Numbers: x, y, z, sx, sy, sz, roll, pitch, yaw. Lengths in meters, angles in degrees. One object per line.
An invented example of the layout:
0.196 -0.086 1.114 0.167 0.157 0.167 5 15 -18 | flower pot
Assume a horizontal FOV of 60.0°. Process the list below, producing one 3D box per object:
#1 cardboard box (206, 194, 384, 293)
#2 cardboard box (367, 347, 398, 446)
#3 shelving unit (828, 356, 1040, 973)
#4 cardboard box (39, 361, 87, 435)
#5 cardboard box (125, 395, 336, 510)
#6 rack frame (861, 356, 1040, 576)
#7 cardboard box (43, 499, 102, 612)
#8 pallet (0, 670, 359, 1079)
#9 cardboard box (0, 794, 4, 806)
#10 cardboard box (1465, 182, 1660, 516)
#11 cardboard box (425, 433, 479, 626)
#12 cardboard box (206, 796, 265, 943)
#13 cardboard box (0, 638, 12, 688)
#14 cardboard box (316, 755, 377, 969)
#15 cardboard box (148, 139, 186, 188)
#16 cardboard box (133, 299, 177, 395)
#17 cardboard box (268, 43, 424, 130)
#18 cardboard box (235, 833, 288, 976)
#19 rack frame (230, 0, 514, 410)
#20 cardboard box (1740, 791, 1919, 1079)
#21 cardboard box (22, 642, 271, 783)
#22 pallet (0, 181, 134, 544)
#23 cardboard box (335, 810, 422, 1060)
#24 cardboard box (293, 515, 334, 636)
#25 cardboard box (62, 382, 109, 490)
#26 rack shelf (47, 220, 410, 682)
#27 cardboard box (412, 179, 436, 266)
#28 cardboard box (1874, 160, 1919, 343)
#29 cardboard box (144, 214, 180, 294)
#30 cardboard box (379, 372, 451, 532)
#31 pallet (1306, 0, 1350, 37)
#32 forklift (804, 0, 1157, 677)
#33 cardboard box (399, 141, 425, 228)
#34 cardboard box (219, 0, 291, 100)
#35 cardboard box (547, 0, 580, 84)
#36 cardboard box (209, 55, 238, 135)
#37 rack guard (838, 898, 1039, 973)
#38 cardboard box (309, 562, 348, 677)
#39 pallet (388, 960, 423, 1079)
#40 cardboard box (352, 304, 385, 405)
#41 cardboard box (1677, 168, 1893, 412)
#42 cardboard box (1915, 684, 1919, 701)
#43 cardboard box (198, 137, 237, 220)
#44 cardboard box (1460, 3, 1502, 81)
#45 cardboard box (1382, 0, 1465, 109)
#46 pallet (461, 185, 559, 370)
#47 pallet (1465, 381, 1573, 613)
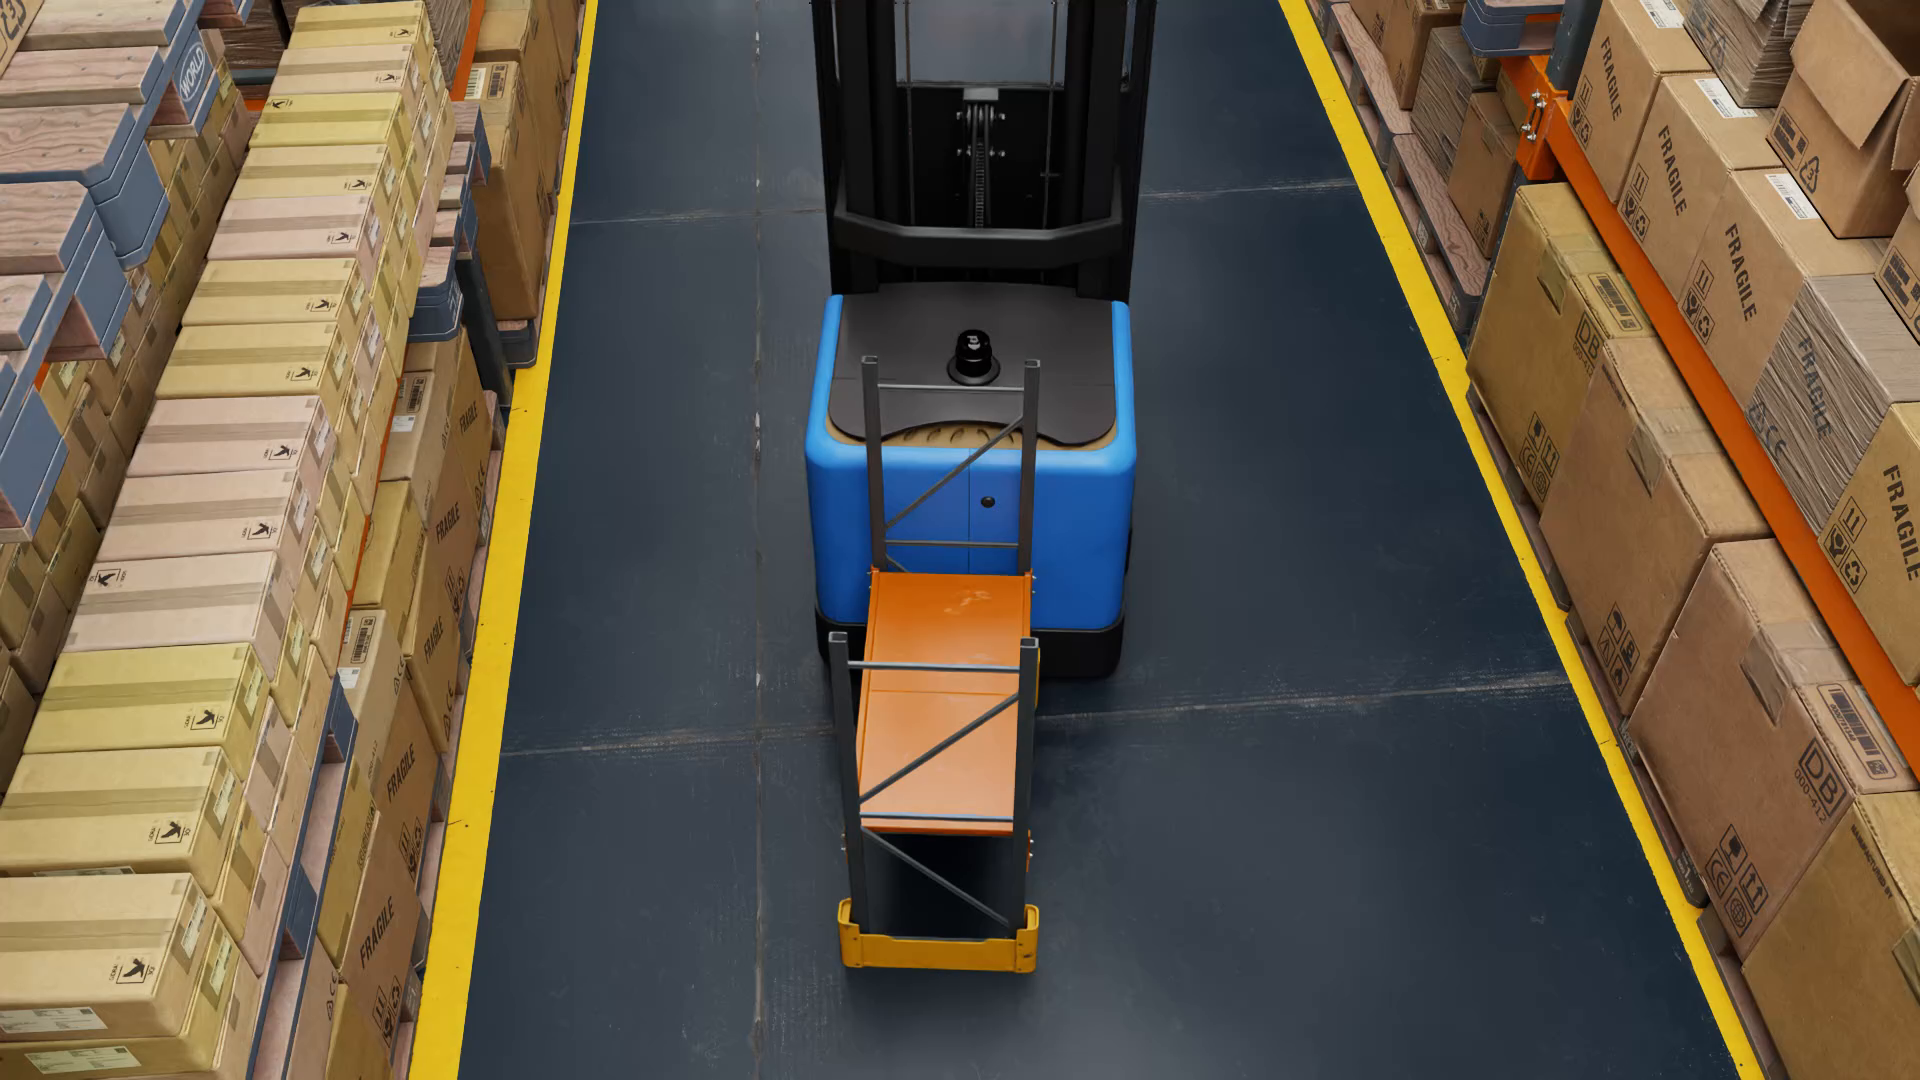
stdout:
-1.748 -0.774 4.391 0.380 0.149 0.250 -3 47 -3 | cardboard box
-1.726 -0.378 4.426 0.380 0.149 0.250 -2 47 -2 | cardboard box
-0.045 0.391 4.847 0.587 1.500 1.083 2 47 1 | shelving unit
-2.353 -0.362 4.001 0.380 0.149 0.250 -4 47 -4 | cardboard box
-1.676 -0.194 3.842 0.380 0.149 0.250 -2 47 -2 | cardboard box
-0.026 0.015 5.203 0.500 1.500 0.032 2 47 1 | rack frame
-2.335 0.041 4.029 0.380 0.149 0.250 -2 47 -2 | cardboard box
-1.911 0.821 3.539 1.003 0.211 1.213 -3 47 -3 | pallet
-2.264 0.615 3.485 0.380 0.149 0.250 -4 47 -3 | cardboard box
2.661 -0.719 6.039 1.225 0.875 0.875 -5 47 -5 | cardboard box
-1.972 -0.026 5.641 0.500 0.500 0.500 -2 47 -2 | cardboard box
-1.591 0.656 3.242 0.380 0.149 0.250 -4 47 -4 | cardboard box
-2.291 0.313 3.567 0.380 0.149 0.250 -5 47 -5 | cardboard box
-1.838 0.838 4.306 0.500 0.250 0.500 -2 47 -2 | cardboard box
-2.440 -1.122 4.721 0.380 0.149 0.250 -4 47 -4 | cardboard box
-2.397 -0.523 4.563 0.380 0.149 0.250 -2 47 -2 | cardboard box
-1.810 -1.331 4.919 0.380 0.149 0.250 -4 47 -4 | cardboard box
-1.596 0.745 3.362 0.380 0.149 0.250 -3 47 -3 | cardboard box
-2.327 -1.577 5.678 1.000 3.000 0.127 -3 47 -3 | rack frame
2.885 1.213 4.210 1.225 0.875 0.875 -3 47 -3 | cardboard box
-1.615 0.354 3.323 0.380 0.149 0.250 -3 47 -3 | cardboard box
-1.938 -0.103 2.345 1.213 0.211 1.003 -3 47 -3 | pallet
-1.836 1.098 4.576 0.500 0.500 0.500 -2 47 -1 | cardboard box
-1.660 0.086 3.781 0.380 0.149 0.250 -2 47 -2 | cardboard box
-2.351 -0.249 4.099 0.380 0.149 0.250 -2 47 -2 | cardboard box
-2.160 0.117 4.569 1.077 0.370 4.000 -3 47 -3 | rack shelf
-1.787 -0.941 4.959 0.380 0.149 0.250 -3 47 -3 | cardboard box
2.783 -0.699 4.086 0.797 0.503 0.637 -2 47 -2 | cardboard box
-2.415 -0.804 4.625 0.380 0.149 0.250 -3 47 -3 | cardboard box
-1.955 -0.277 5.362 0.500 0.250 0.500 -3 47 -3 | cardboard box
2.356 -3.178 9.114 1.003 0.211 1.213 -3 47 -3 | pallet
0.084 -1.597 5.744 1.130 2.935 3.031 2 47 1 | forklift
-1.783 -1.025 4.834 0.380 0.149 0.250 -2 47 -2 | cardboard box
-2.632 -1.921 5.935 0.500 0.500 0.500 -3 47 -3 | cardboard box
-2.443 -2.701 8.002 1.050 0.750 0.750 -3 47 -3 | cardboard box
-2.487 -1.376 5.166 0.380 0.149 0.250 -2 47 -2 | cardboard box
-0.063 1.182 4.959 0.587 0.250 0.087 2 47 1 | rack guard
-1.655 0.198 3.880 0.380 0.149 0.250 -5 47 -5 | cardboard box
-2.059 1.712 4.483 1.003 0.211 1.213 -3 47 -3 | pallet
-1.722 -0.475 4.313 0.380 0.149 0.250 -2 47 -2 | cardboard box
2.485 -0.729 4.805 0.500 0.500 0.500 -4 47 -4 | cardboard box
2.613 0.374 3.761 0.500 0.500 0.500 -2 47 -2 | cardboard box
-2.468 -1.105 5.115 0.380 0.149 0.250 -1 47 -1 | cardboard box
2.483 -2.222 7.190 0.500 0.250 0.500 1 47 1 | cardboard box
2.434 -2.391 7.868 0.700 0.500 0.500 0 47 0 | cardboard box
-2.318 -1.194 7.235 1.003 0.211 1.213 -3 47 -3 | pallet
2.615 -0.272 6.362 1.003 0.211 1.213 -3 47 -3 | pallet
